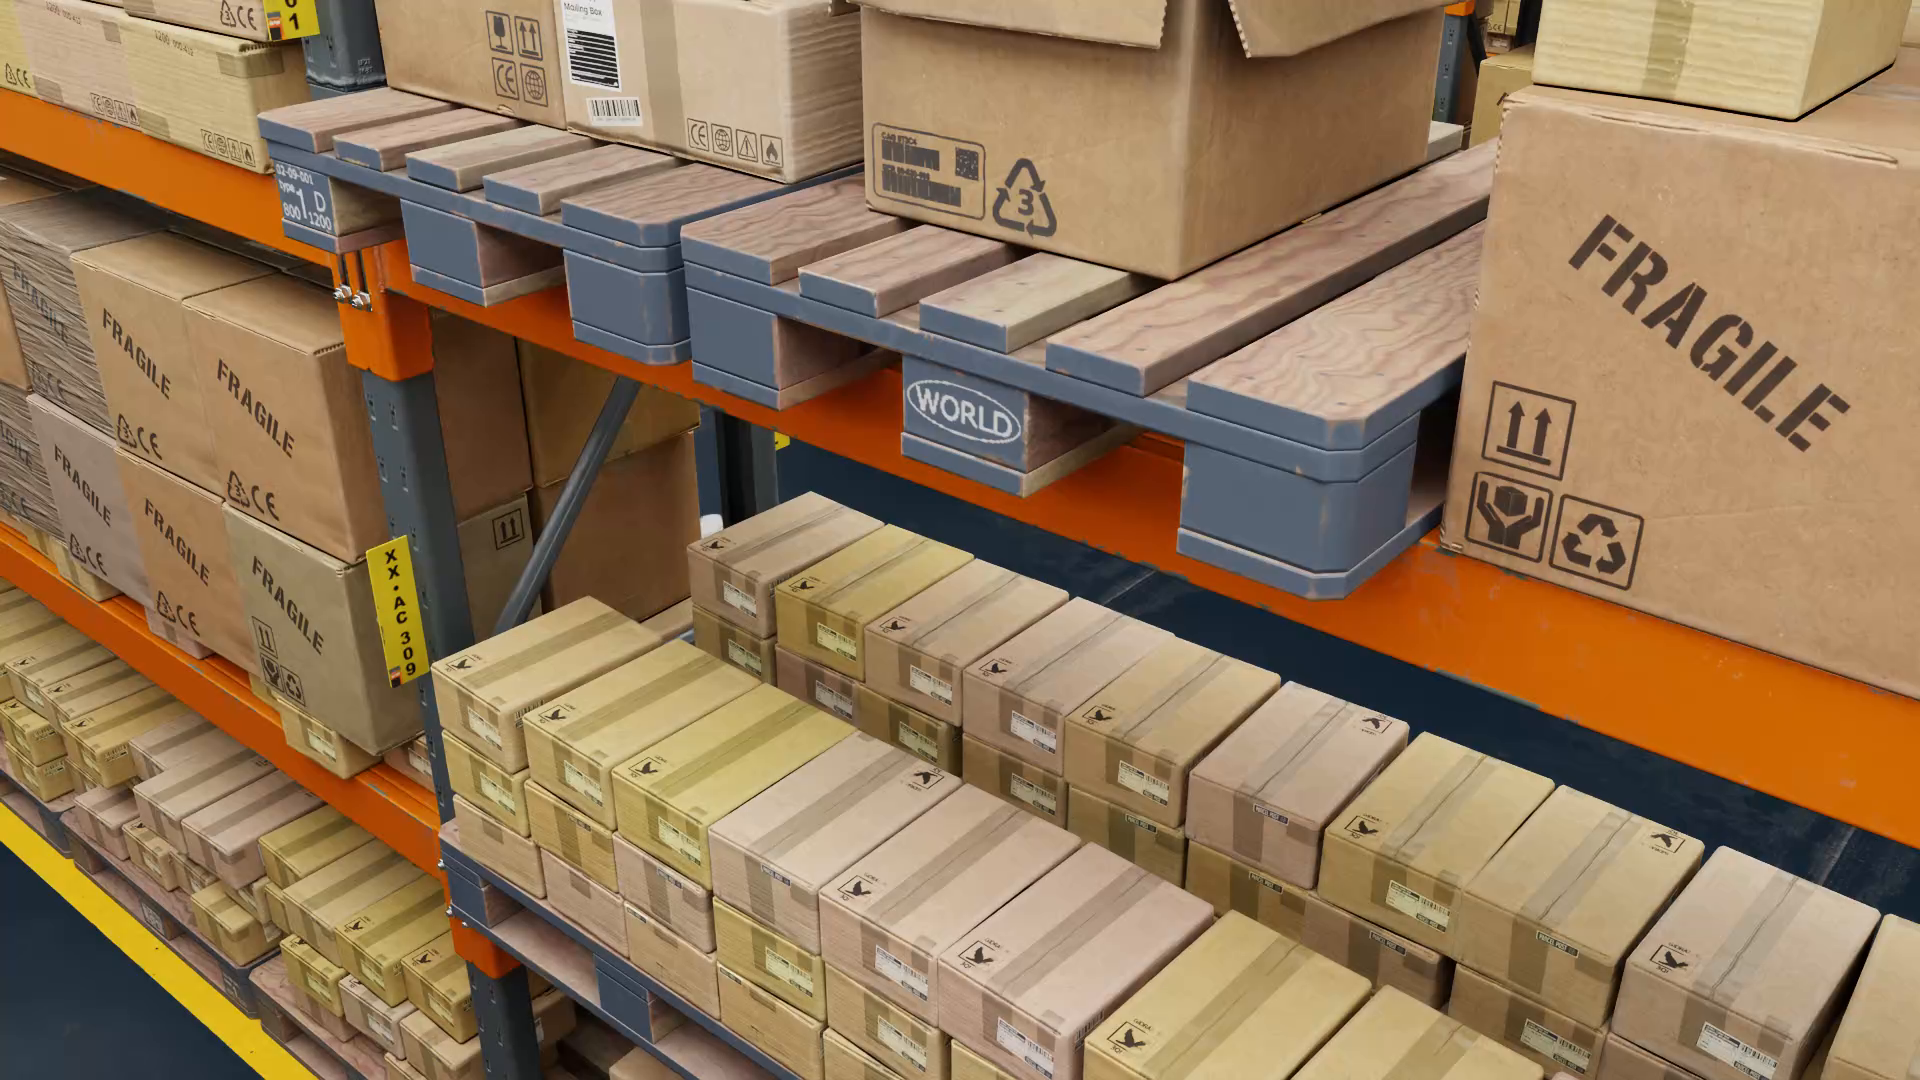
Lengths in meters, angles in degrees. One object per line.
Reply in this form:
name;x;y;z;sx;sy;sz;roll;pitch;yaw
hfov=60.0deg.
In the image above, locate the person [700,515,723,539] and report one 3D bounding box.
person;-0.886;0.338;6.265;0.863;0.943;0.474;19;33;32
